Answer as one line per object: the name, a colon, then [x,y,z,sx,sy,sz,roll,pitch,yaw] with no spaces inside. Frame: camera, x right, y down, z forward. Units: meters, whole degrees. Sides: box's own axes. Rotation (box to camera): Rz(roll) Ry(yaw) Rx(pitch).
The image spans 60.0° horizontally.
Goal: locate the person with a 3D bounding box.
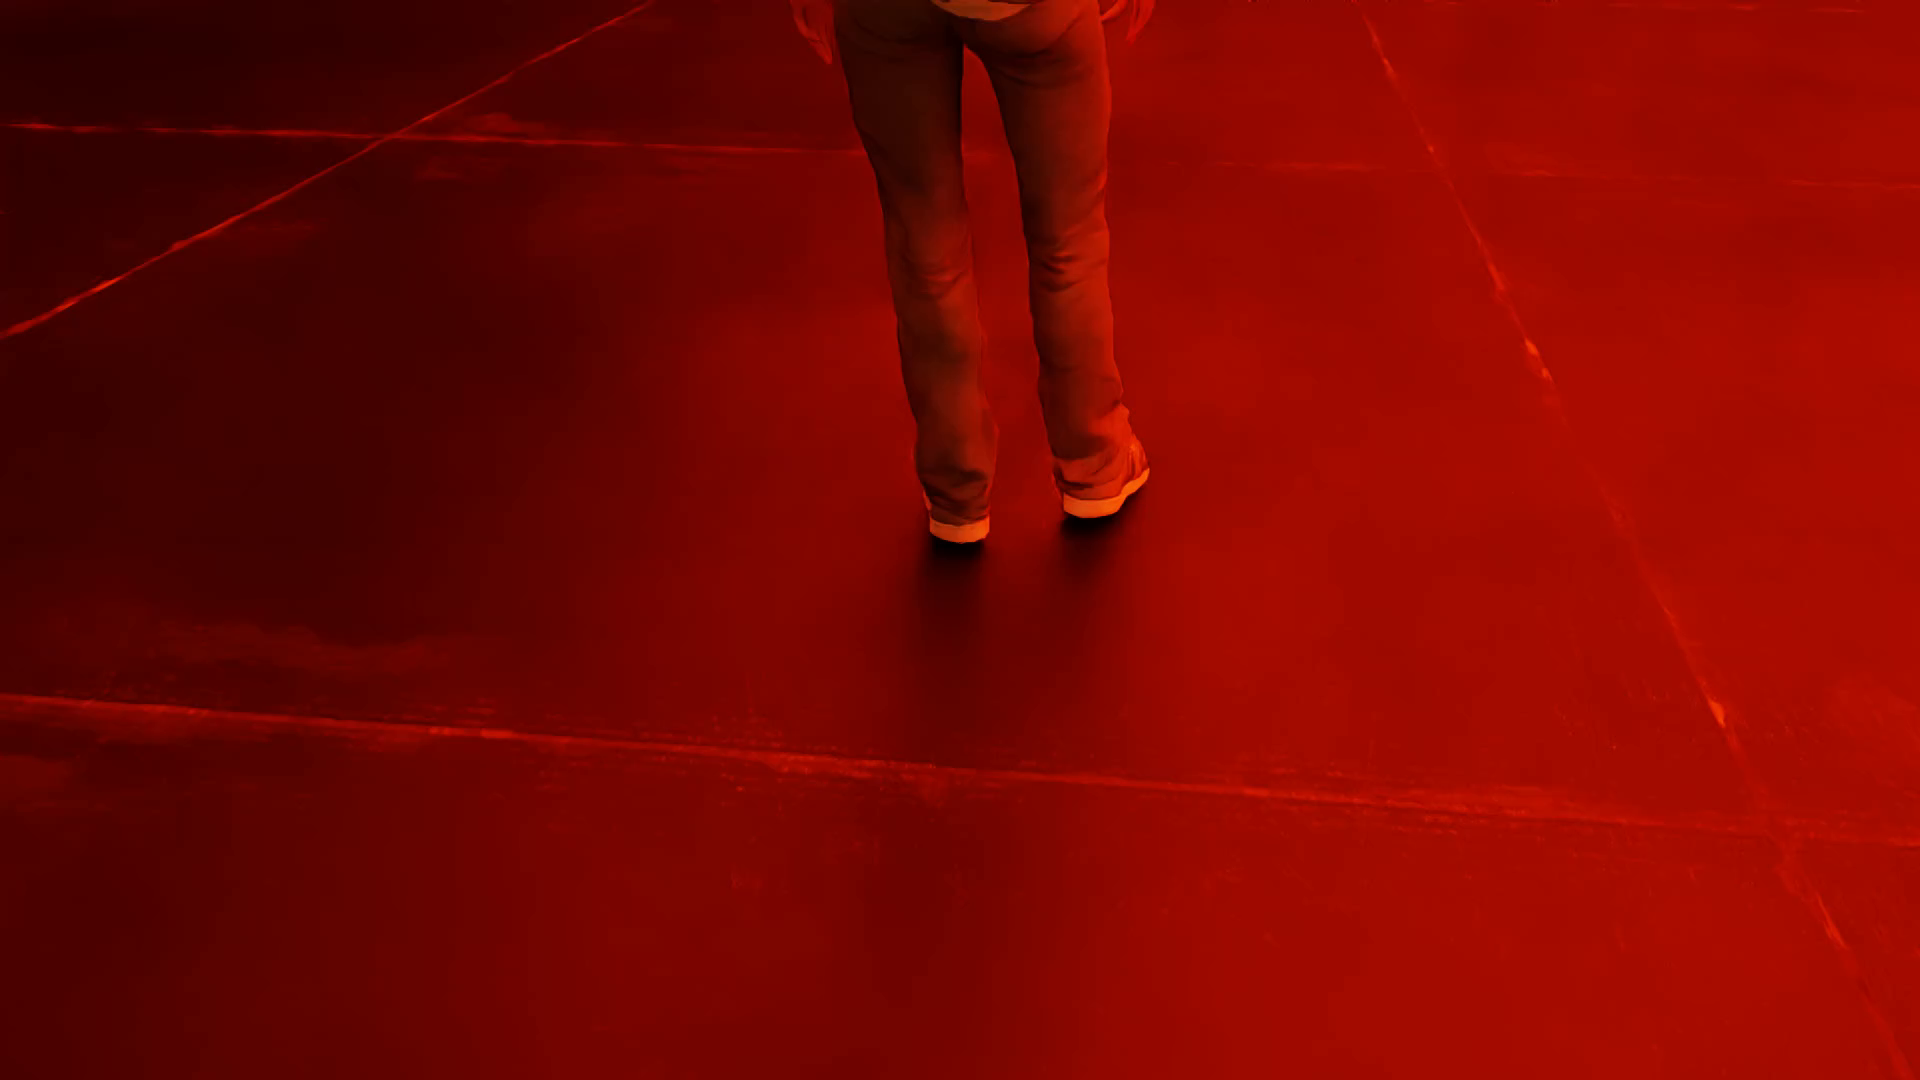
person: [0.024,-0.753,2.205,0.521,1.597,0.474,3,27,7]
